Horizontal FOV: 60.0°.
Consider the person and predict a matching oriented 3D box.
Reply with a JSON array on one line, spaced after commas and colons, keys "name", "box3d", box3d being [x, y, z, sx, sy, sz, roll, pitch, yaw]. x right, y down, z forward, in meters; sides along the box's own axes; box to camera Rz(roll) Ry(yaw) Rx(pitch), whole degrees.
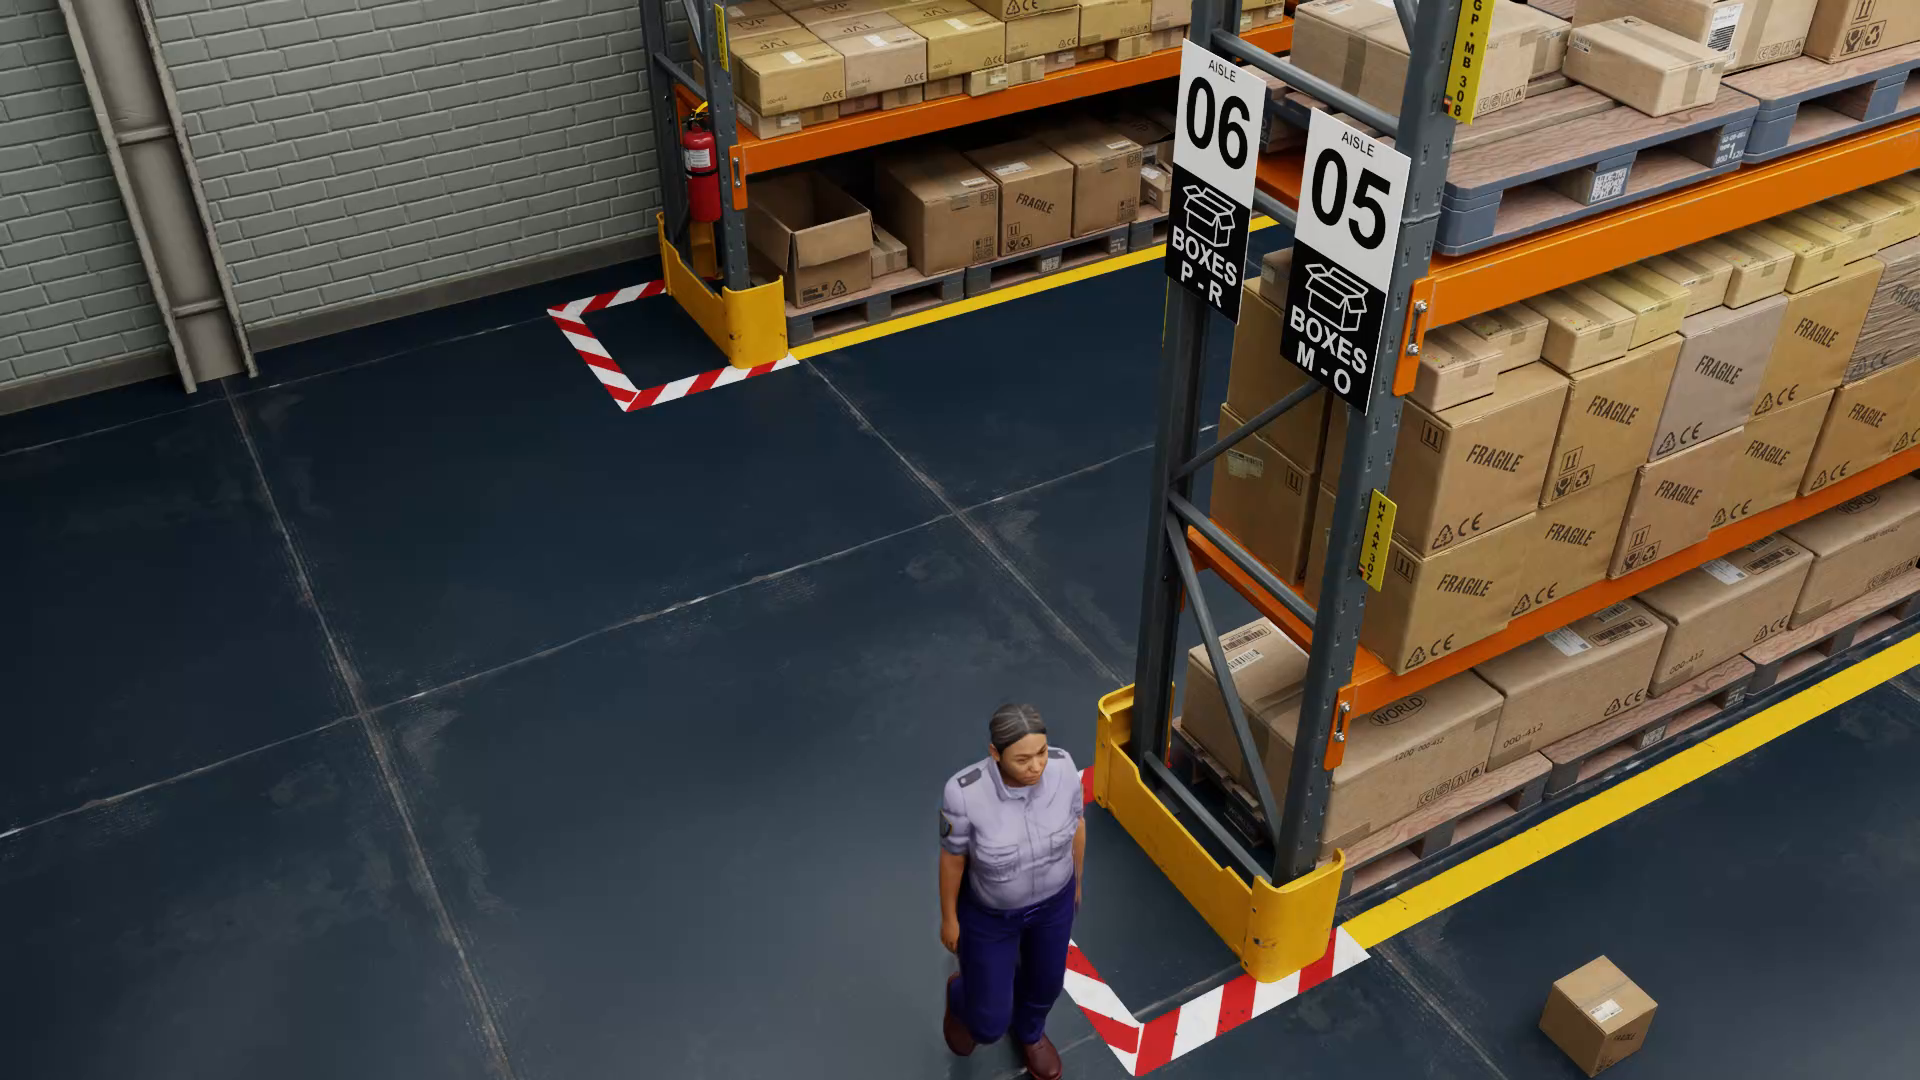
[{"name": "person", "box3d": [0.176, 1.170, 5.358, 0.507, 1.625, 0.467, -15, 40, -19]}]
